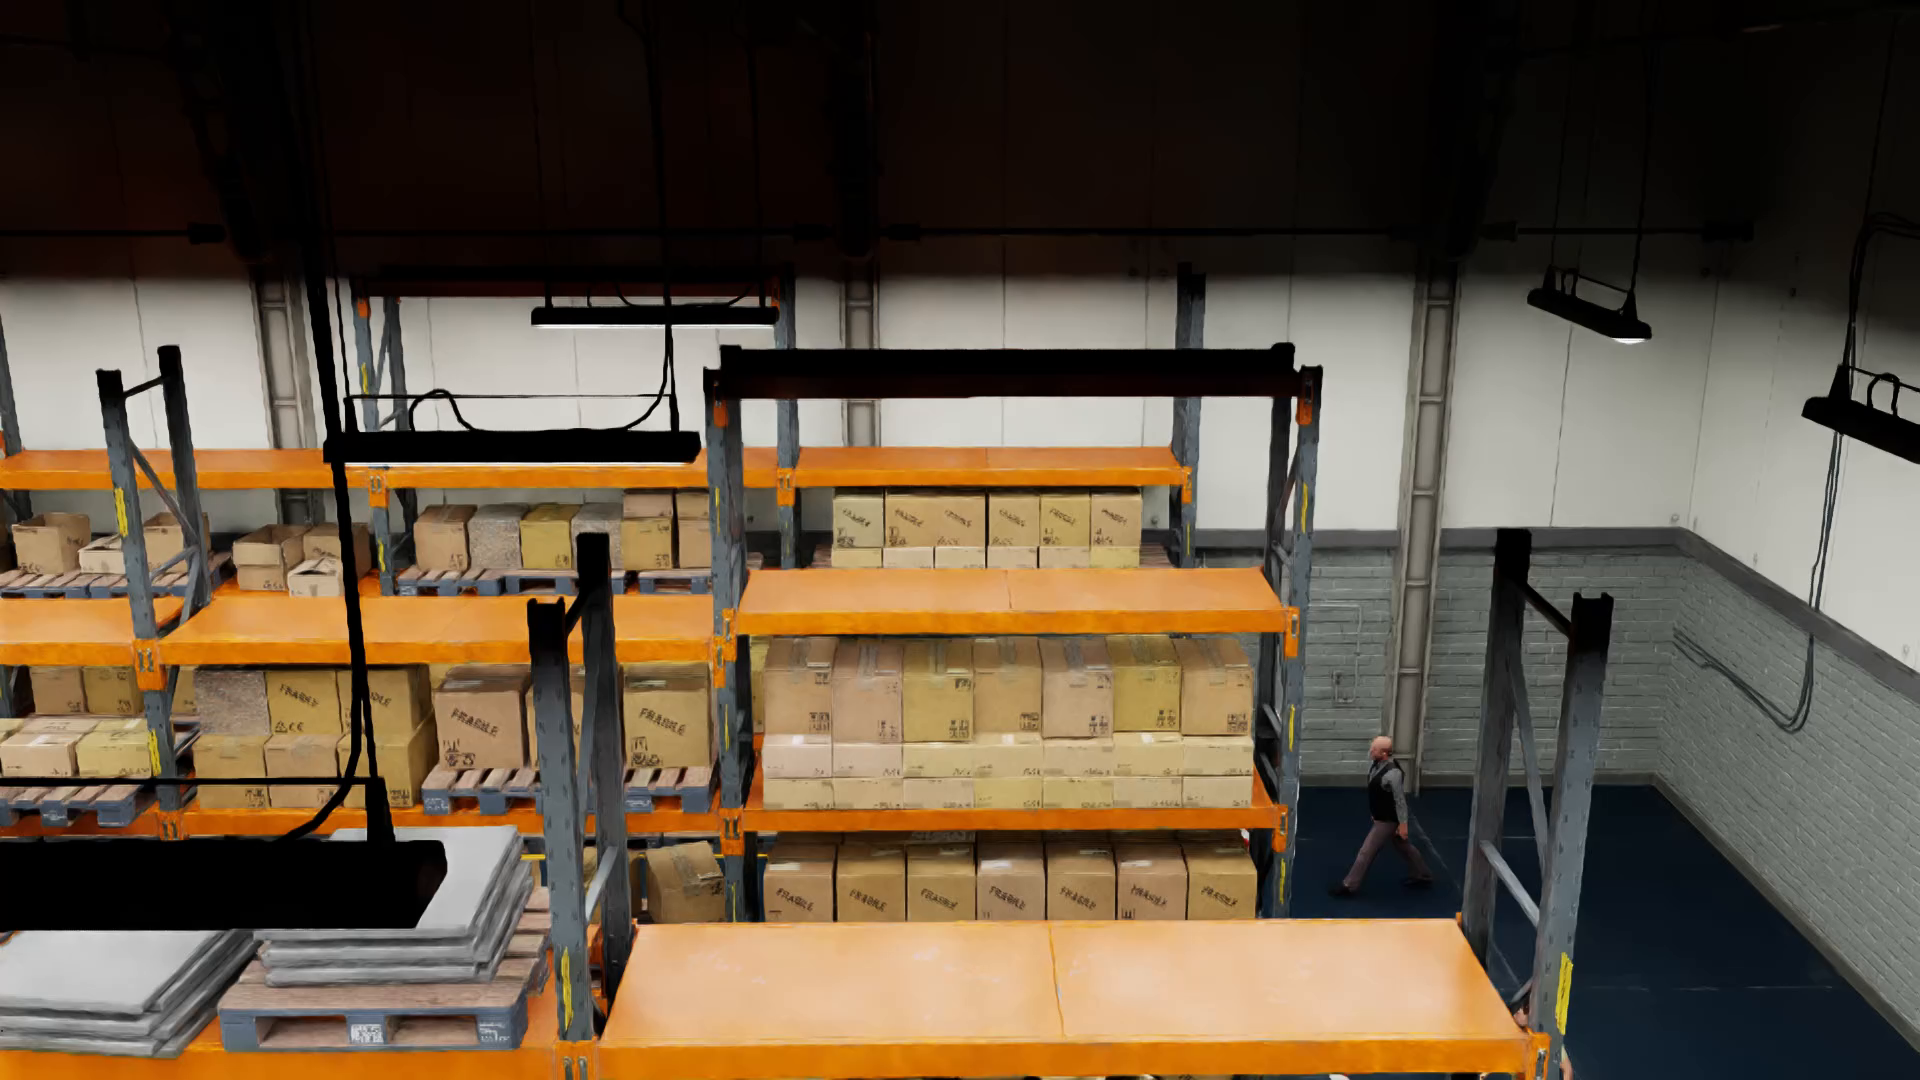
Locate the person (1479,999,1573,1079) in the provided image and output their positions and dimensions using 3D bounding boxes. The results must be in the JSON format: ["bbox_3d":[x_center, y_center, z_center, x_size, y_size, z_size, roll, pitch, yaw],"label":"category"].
[{"bbox_3d":[4.151,3.972,12.000,0.817,1.602,0.611,-5,17,-17],"label":"person"}]

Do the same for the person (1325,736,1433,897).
[{"bbox_3d":[4.159,2.692,16.349,1.115,1.648,0.543,0,16,1],"label":"person"}]
